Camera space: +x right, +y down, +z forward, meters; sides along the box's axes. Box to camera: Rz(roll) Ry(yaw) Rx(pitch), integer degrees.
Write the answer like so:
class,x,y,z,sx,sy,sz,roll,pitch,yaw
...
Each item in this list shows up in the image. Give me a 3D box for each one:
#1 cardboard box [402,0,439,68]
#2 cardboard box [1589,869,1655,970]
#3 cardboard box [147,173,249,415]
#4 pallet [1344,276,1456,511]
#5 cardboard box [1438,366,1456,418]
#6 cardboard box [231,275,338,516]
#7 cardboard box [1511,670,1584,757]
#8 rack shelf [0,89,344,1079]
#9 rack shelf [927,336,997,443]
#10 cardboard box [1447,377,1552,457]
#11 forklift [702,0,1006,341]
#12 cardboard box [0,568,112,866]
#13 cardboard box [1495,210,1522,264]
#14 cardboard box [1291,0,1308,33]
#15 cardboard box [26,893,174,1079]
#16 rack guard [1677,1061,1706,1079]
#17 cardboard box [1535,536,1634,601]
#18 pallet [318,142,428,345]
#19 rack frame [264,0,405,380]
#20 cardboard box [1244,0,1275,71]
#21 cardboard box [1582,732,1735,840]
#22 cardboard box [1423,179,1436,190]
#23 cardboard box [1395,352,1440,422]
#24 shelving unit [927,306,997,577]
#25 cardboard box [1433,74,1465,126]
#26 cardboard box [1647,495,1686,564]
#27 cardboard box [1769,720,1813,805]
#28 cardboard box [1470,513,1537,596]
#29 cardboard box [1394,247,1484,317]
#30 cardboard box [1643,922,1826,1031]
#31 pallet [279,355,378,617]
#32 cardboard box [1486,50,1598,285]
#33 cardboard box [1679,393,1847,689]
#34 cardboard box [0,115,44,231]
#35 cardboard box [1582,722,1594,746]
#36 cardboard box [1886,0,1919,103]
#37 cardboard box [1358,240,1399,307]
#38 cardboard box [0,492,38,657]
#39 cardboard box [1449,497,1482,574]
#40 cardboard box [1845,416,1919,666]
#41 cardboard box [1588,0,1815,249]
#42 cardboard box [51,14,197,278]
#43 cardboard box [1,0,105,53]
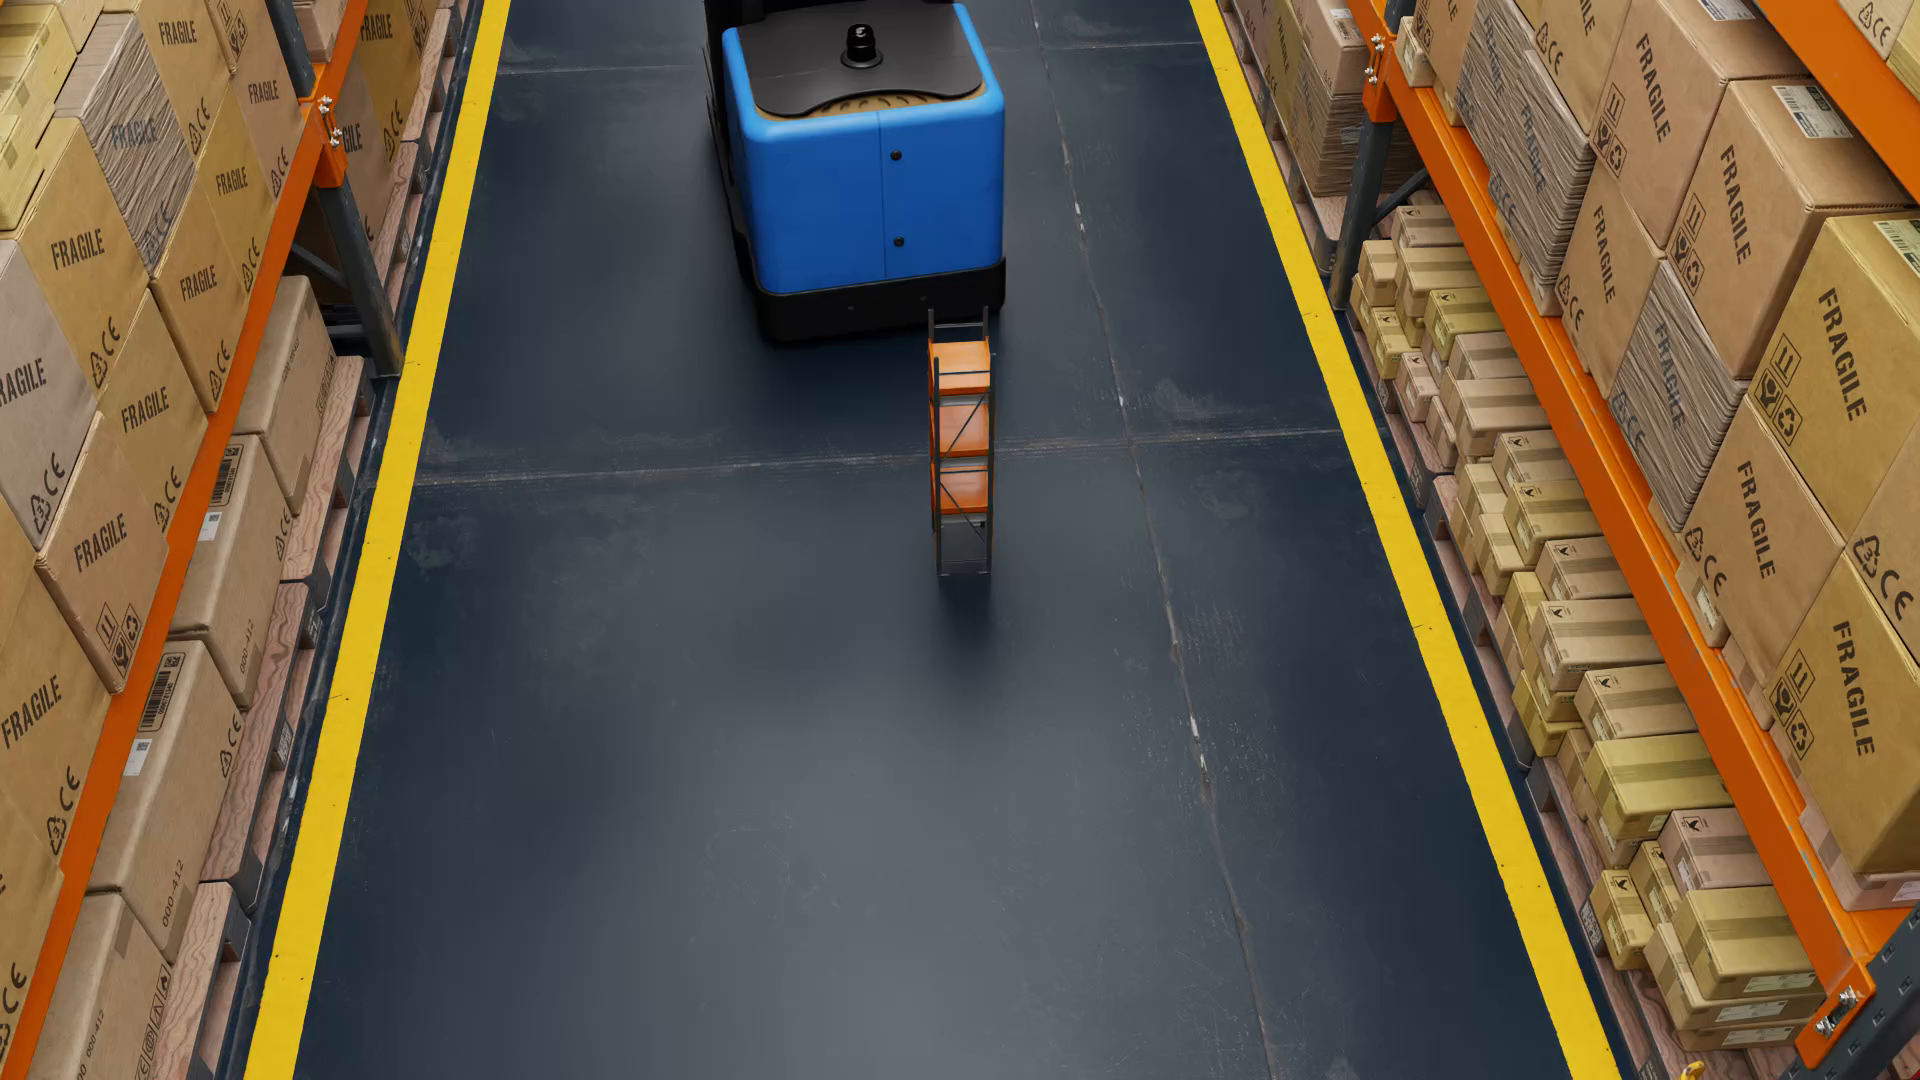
class,x,y,z,sx,sy,sz,roll,pitch,yaw
cardboard box,-3.106,-2.872,8.078,0.875,0.875,0.875,-3,47,-3
cardboard box,2.068,1.093,4.823,0.380,0.149,0.250,-2,47,-2
cardboard box,-2.418,-0.694,4.773,0.500,0.500,0.500,-4,47,-4
pallet,2.199,-0.646,6.716,1.003,0.211,1.213,-3,47,-3
cardboard box,2.005,-0.526,6.152,0.380,0.149,0.250,-6,47,-5
cardboard box,-2.871,-0.517,6.149,0.875,0.438,0.875,-4,47,-4
cardboard box,2.014,0.538,5.349,0.380,0.149,0.250,-5,47,-5
rack shelf,-2.650,-0.020,4.699,1.077,0.370,4.000,-3,47,-3
rack shelf,0.004,-0.510,5.634,0.215,0.259,0.240,-3,47,-3
cardboard box,1.948,-0.436,5.862,0.380,0.149,0.250,-3,47,-2
forklift,-0.620,-2.927,7.003,1.130,2.935,3.031,-9,47,-8
cardboard box,-2.306,0.416,3.721,0.500,0.500,0.500,-4,47,-4
cardboard box,1.948,-1.022,5.325,0.380,0.149,0.250,-3,47,-3
cardboard box,1.763,-2.528,7.494,0.500,0.250,0.500,-1,47,-1
cardboard box,-2.637,1.445,4.291,0.875,0.438,0.875,-5,47,-5
rack guard,2.436,1.610,4.381,1.175,0.500,0.348,-3,47,-3
cardboard box,2.085,0.125,5.331,0.380,0.149,0.250,-5,47,-5
pallet,-2.957,-1.309,7.345,1.003,0.211,1.213,-3,47,-3
rack frame,-2.817,-1.715,5.808,1.000,3.000,0.127,-3,47,-3
cardboard box,1.713,-2.636,8.113,0.500,0.500,0.500,-4,47,-4
cardboard box,2.033,0.704,4.782,0.380,0.149,0.250,-4,47,-4
cardboard box,2.310,-1.924,7.439,0.500,0.500,0.500,-2,47,-2
cardboard box,1.912,-0.600,6.427,0.380,0.149,0.250,-4,47,-3
shelving unit,0.004,-0.322,5.832,0.215,1.050,0.252,-3,47,-3
cardboard box,1.900,-1.595,5.868,0.380,0.149,0.250,-2,47,-2
cardboard box,2.076,-0.065,4.419,0.380,0.149,0.250,-5,47,-5
cardboard box,2.150,0.491,3.892,0.380,0.149,0.250,-4,47,-3
cardboard box,1.958,0.041,5.615,0.380,0.149,0.250,-3,47,-3
cardboard box,1.894,-0.993,6.389,0.380,0.149,0.250,-1,47,-1
cardboard box,2.113,1.175,4.541,0.380,0.149,0.250,-5,47,-4
pallet,-2.831,-0.201,6.295,1.003,0.211,1.213,-3,47,-3
cardboard box,1.952,-1.127,4.978,0.500,0.500,0.500,-4,47,-4
cardboard box,2.110,-0.014,3.923,0.500,0.500,0.500,-4,47,-4
cardboard box,-2.324,-0.820,3.756,0.380,0.149,0.250,-5,47,-4
cardboard box,2.148,0.598,5.087,0.380,0.149,0.250,-4,47,-4
cardboard box,2.090,-0.856,3.032,0.500,0.250,0.500,-3,47,-3
cardboard box,1.819,-1.073,6.670,0.380,0.149,0.250,-2,47,-1
cardboard box,-2.289,0.063,3.367,0.500,0.500,0.500,-5,47,-4
cardboard box,1.967,-0.033,5.890,0.380,0.149,0.250,-5,47,-4
cardboard box,2.156,0.009,3.213,0.500,0.500,0.500,-4,47,-4
cardboard box,2.013,-1.116,4.278,0.500,0.500,0.500,-5,47,-5
cardboard box,-2.416,-1.033,4.405,0.500,0.500,0.500,-3,47,-3
cardboard box,-2.453,-1.373,4.280,0.380,0.149,0.250,-4,47,-4
